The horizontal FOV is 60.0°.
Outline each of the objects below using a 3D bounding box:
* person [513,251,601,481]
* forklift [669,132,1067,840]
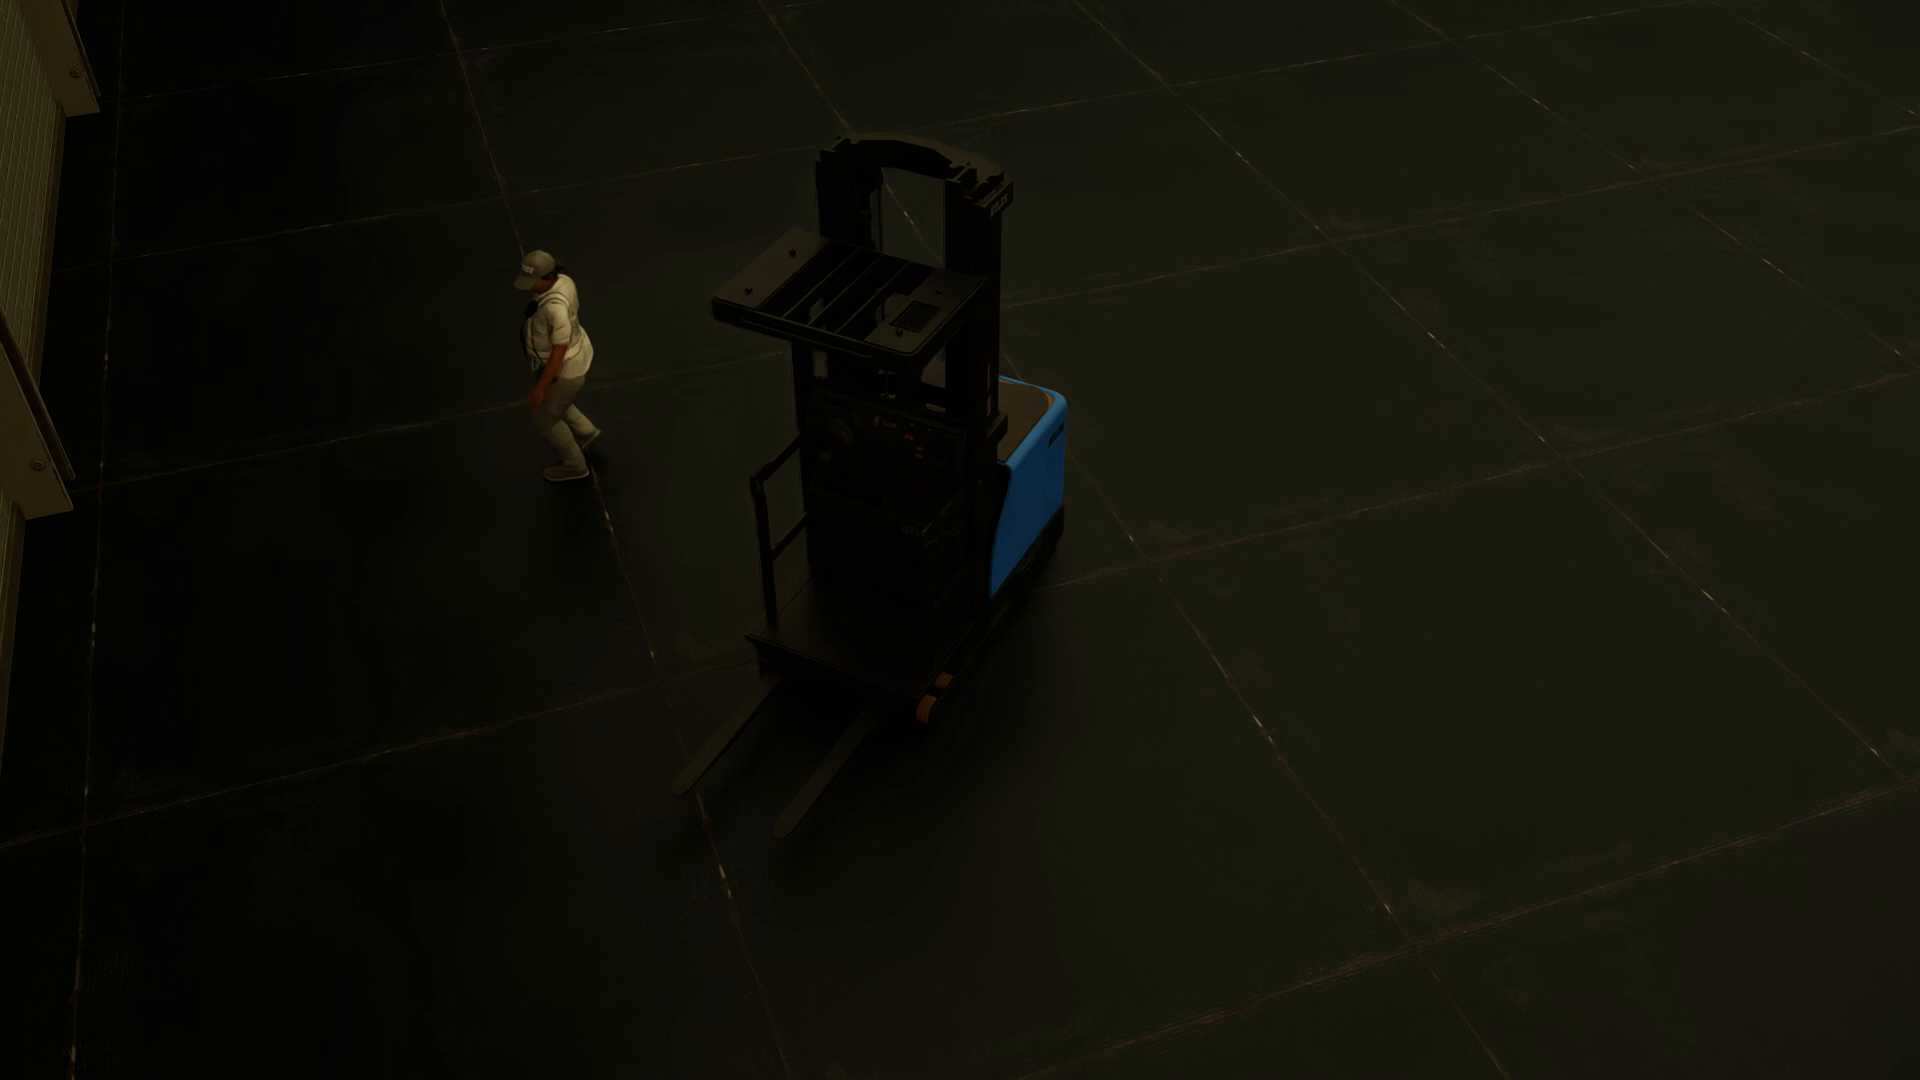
[{"bbox_3d":[-2.516,-1.046,10.270,0.478,1.647,0.732,1,40,2],"label":"person"},{"bbox_3d":[-0.485,-0.443,8.525,1.130,2.935,3.031,18,43,20],"label":"forklift"}]
